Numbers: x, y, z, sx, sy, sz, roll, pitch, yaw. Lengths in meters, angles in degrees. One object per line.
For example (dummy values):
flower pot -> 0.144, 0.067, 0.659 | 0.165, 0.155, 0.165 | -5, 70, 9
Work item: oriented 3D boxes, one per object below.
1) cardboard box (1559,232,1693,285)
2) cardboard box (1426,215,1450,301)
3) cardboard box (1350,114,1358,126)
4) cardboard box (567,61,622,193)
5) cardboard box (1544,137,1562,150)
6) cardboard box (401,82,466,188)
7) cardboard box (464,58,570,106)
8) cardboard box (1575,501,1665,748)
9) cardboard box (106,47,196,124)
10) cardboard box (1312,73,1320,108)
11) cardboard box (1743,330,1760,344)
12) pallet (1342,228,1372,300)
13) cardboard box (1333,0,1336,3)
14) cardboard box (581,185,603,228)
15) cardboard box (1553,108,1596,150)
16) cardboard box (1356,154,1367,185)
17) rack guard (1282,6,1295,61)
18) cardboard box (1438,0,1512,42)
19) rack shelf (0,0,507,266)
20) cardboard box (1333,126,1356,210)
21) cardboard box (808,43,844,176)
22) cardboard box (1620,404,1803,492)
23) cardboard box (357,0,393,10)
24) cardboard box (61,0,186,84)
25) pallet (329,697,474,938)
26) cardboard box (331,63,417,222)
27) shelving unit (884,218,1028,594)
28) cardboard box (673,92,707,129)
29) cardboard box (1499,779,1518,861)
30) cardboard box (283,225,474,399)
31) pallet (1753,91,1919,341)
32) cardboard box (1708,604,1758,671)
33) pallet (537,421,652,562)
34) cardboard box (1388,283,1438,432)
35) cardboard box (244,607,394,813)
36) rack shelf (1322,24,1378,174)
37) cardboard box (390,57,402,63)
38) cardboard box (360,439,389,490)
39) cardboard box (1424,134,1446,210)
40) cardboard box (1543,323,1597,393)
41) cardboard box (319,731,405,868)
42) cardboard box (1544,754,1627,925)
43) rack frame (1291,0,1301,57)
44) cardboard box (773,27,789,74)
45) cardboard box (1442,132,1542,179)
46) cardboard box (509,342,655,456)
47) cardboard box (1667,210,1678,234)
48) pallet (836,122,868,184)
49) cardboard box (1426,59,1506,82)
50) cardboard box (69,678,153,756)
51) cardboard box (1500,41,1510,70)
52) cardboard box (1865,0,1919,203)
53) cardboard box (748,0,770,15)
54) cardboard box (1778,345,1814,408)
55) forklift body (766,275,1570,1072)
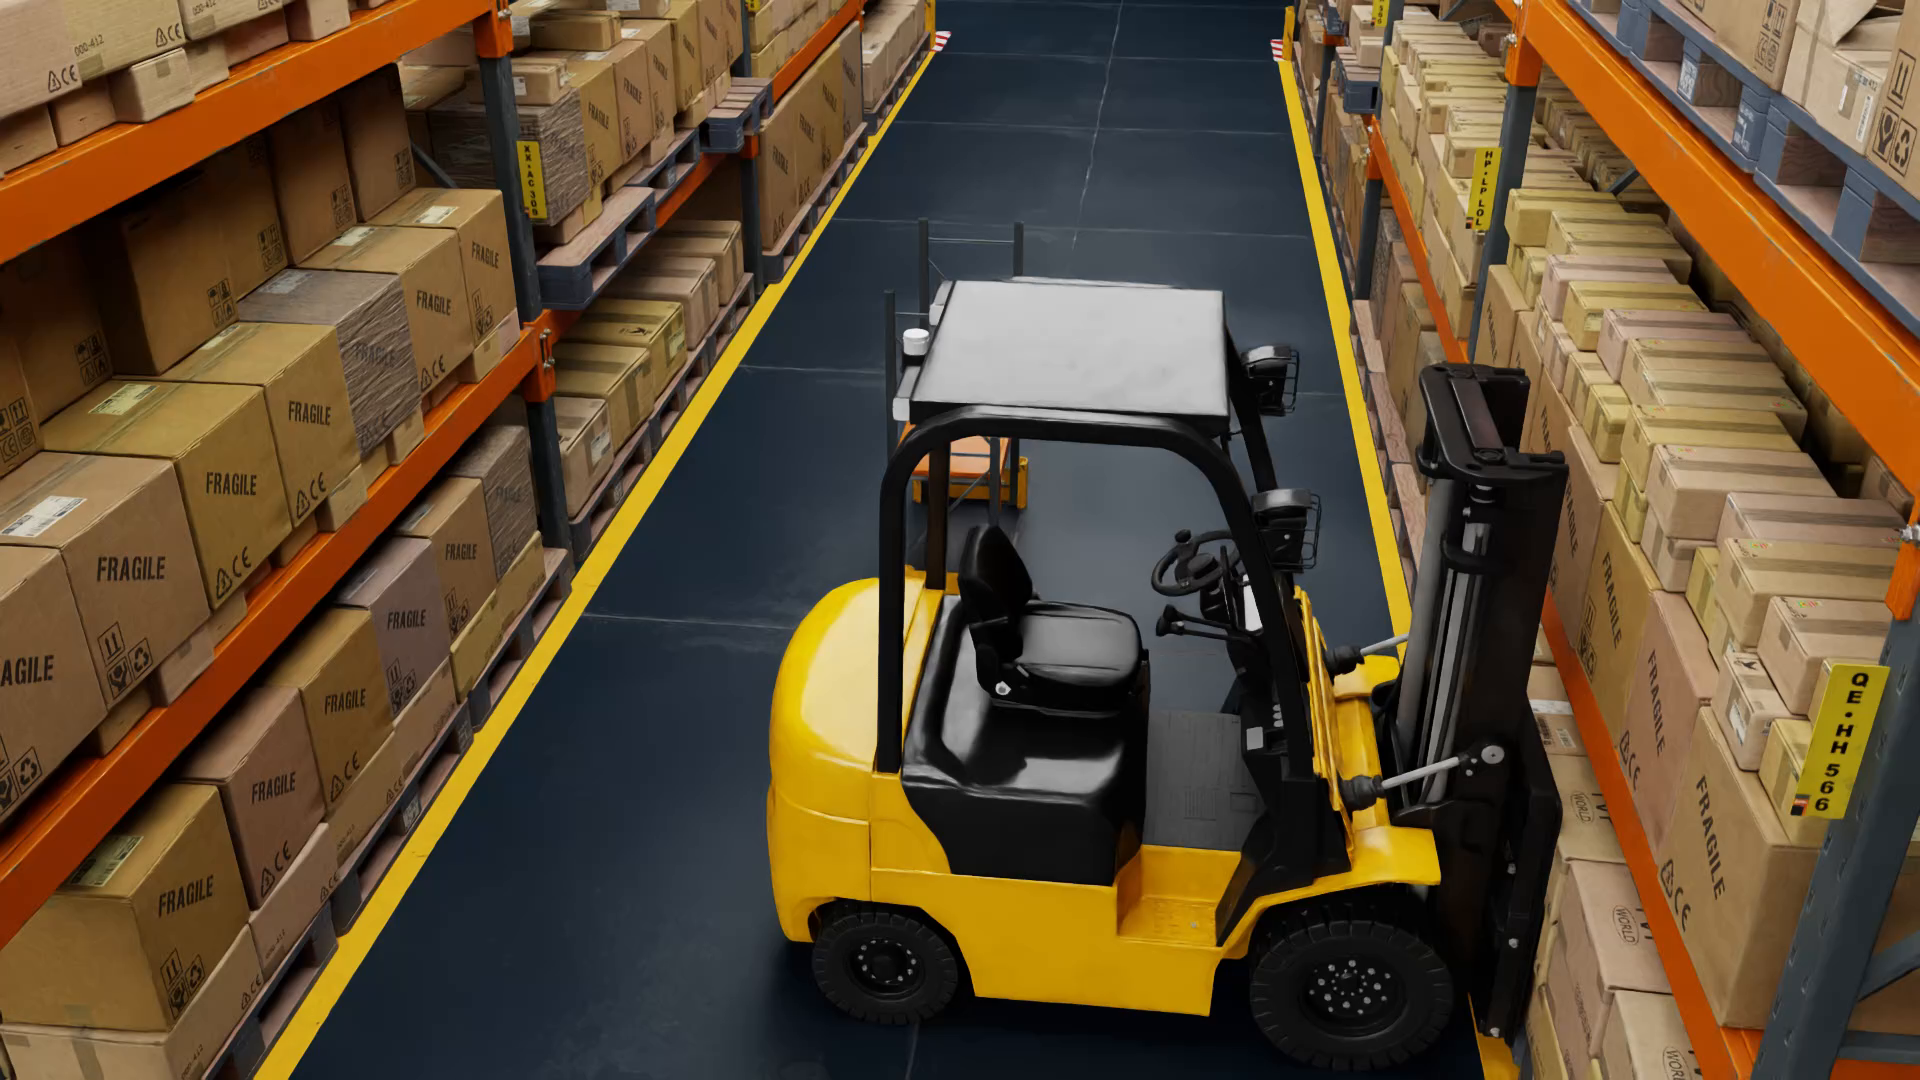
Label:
cardboard box -> 2.289, -0.949, 5.746 | 0.380, 0.149, 0.250 | 3, 28, 5
cardboard box -> 2.446, -1.294, 7.647 | 0.500, 0.250, 0.500 | 3, 28, 6
cardboard box -> 3.162, -3.234, 12.600 | 0.380, 0.149, 0.250 | 4, 29, 8
cardboard box -> -1.936, -1.957, 7.858 | 0.500, 0.500, 0.500 | 3, 29, 6
cardboard box -> 3.050, -1.725, 7.921 | 0.500, 0.250, 0.500 | 3, 28, 5
cardboard box -> -2.510, -1.748, 7.470 | 0.500, 0.500, 0.500 | 3, 28, 5
cardboard box -> -1.930, -2.003, 7.260 | 0.380, 0.149, 0.250 | 3, 28, 6
cardboard box -> 2.032, 0.237, 4.543 | 0.500, 0.500, 0.500 | 3, 28, 5
cardboard box -> -2.312, -1.230, 4.473 | 0.380, 0.149, 0.250 | 4, 29, 7
cardboard box -> 3.388, -4.065, 15.072 | 0.396, 0.266, 0.258 | 4, 29, 8
cardboard box -> 2.650, -0.554, 5.326 | 0.380, 0.149, 0.250 | 4, 29, 8
pallet -> 3.207, -1.875, 11.508 | 1.003, 0.211, 1.213 | 3, 28, 6
cardboard box -> 3.223, -4.407, 12.719 | 0.700, 0.500, 0.500 | 4, 29, 7
cardboard box -> -1.918, -1.590, 7.861 | 0.380, 0.149, 0.250 | 4, 29, 7
cardboard box -> 3.052, -1.950, 7.918 | 0.380, 0.149, 0.250 | 3, 28, 6
cardboard box -> 2.890, -2.501, 11.238 | 0.380, 0.149, 0.250 | 2, 28, 4
rack guard -> 4.049, -5.383, 17.714 | 1.175, 0.500, 0.348 | 3, 28, 6
cardboard box -> 3.296, -3.215, 10.507 | 0.500, 0.500, 0.500 | 5, 29, 9
rack shelf -> -2.584, -1.220, 4.947 | 1.077, 0.370, 4.000 | 3, 28, 6
cardboard box -> 3.095, -2.776, 12.433 | 0.500, 0.500, 0.500 | 2, 28, 4
cardboard box -> -1.458, -3.450, 13.289 | 0.875, 0.875, 0.875 | 4, 29, 8
cardboard box -> 1.989, -0.236, 4.422 | 0.380, 0.149, 0.250 | 4, 29, 7
cardboard box -> -2.201, -1.965, 5.837 | 0.380, 0.149, 0.250 | 4, 29, 7
cardboard box -> -2.393, -1.362, 4.298 | 0.500, 0.250, 0.500 | 4, 29, 8
pallet -> -2.533, 0.965, 6.237 | 1.003, 0.211, 1.213 | 3, 28, 6
cardboard box -> -2.608, -1.578, 6.543 | 0.700, 0.500, 0.500 | 3, 28, 6
shelving unit -> -0.009, -0.624, 7.828 | 0.587, 1.500, 1.083 | 3, 28, 6
cardboard box -> -1.662, -2.446, 9.450 | 0.380, 0.149, 0.250 | 4, 29, 7
cardboard box -> 2.026, 0.856, 5.428 | 0.500, 0.250, 0.500 | 3, 28, 6
cardboard box -> -2.203, -0.866, 6.275 | 0.500, 0.500, 0.500 | 4, 29, 8
pallet -> 2.210, -0.600, 3.133 | 1.003, 0.211, 1.213 | 3, 28, 6
cardboard box -> 1.956, 0.263, 3.810 | 0.380, 0.149, 0.250 | 4, 29, 7
pallet -> -2.245, -0.296, 8.577 | 1.003, 0.211, 1.213 | 3, 28, 6
cardboard box -> 2.833, -0.975, 8.958 | 0.875, 0.625, 0.625 | 2, 28, 4
cardboard box -> -2.324, 0.564, 5.705 | 0.500, 0.500, 0.500 | 4, 29, 7
rack shelf -> 3.323, -3.378, 12.116 | 1.077, 0.370, 4.000 | 3, 28, 6
cardboard box -> -5.802, -4.859, 16.669 | 0.380, 0.149, 0.250 | 3, 28, 5
cardboard box -> -2.258, -0.280, 5.873 | 0.380, 0.149, 0.250 | 3, 28, 5
cardboard box -> 2.518, -1.753, 7.973 | 0.500, 0.250, 0.500 | 4, 29, 7
cardboard box -> 2.116, -0.584, 5.382 | 0.380, 0.149, 0.250 | 3, 28, 6
cardboard box -> -2.332, 0.890, 5.891 | 0.500, 0.250, 0.500 | 5, 29, 10
cardboard box -> 1.953, 0.884, 4.848 | 0.500, 0.250, 0.500 | 4, 29, 7
rack frame -> 4.058, -6.519, 17.188 | 1.000, 3.000, 0.127 | 3, 28, 6
cardboard box -> -1.494, -3.432, 11.617 | 0.500, 0.250, 0.500 | 3, 28, 5
cardboard box -> 2.406, -1.740, 7.528 | 0.380, 0.149, 0.250 | 2, 28, 5
cardboard box -> -2.193, -0.771, 8.846 | 0.950, 0.372, 0.625 | 5, 29, 9
cardboard box -> 2.848, -1.163, 6.143 | 0.380, 0.149, 0.250 | 3, 29, 6
pallet -> -1.379, -3.328, 14.204 | 1.003, 0.211, 1.213 | 3, 28, 6
cardboard box -> 2.688, -2.458, 8.860 | 0.380, 0.149, 0.250 | 4, 29, 7
cardboard box -> -2.452, 0.449, 4.519 | 0.380, 0.149, 0.250 | 2, 28, 5
cardboard box -> 3.225, -2.670, 9.254 | 0.380, 0.149, 0.250 | 3, 28, 6
cardboard box -> 1.910, -0.804, 2.763 | 0.500, 0.500, 0.500 | 4, 29, 8
cardboard box -> -1.546, -3.742, 10.874 | 0.500, 0.500, 0.500 | 2, 28, 5
cardboard box -> 2.597, -0.445, 4.810 | 0.380, 0.149, 0.250 | 4, 29, 8
forklift body -> 0.519, 0.388, 5.263 | 2.313, 2.155, 1.214 | 3, 28, 6
